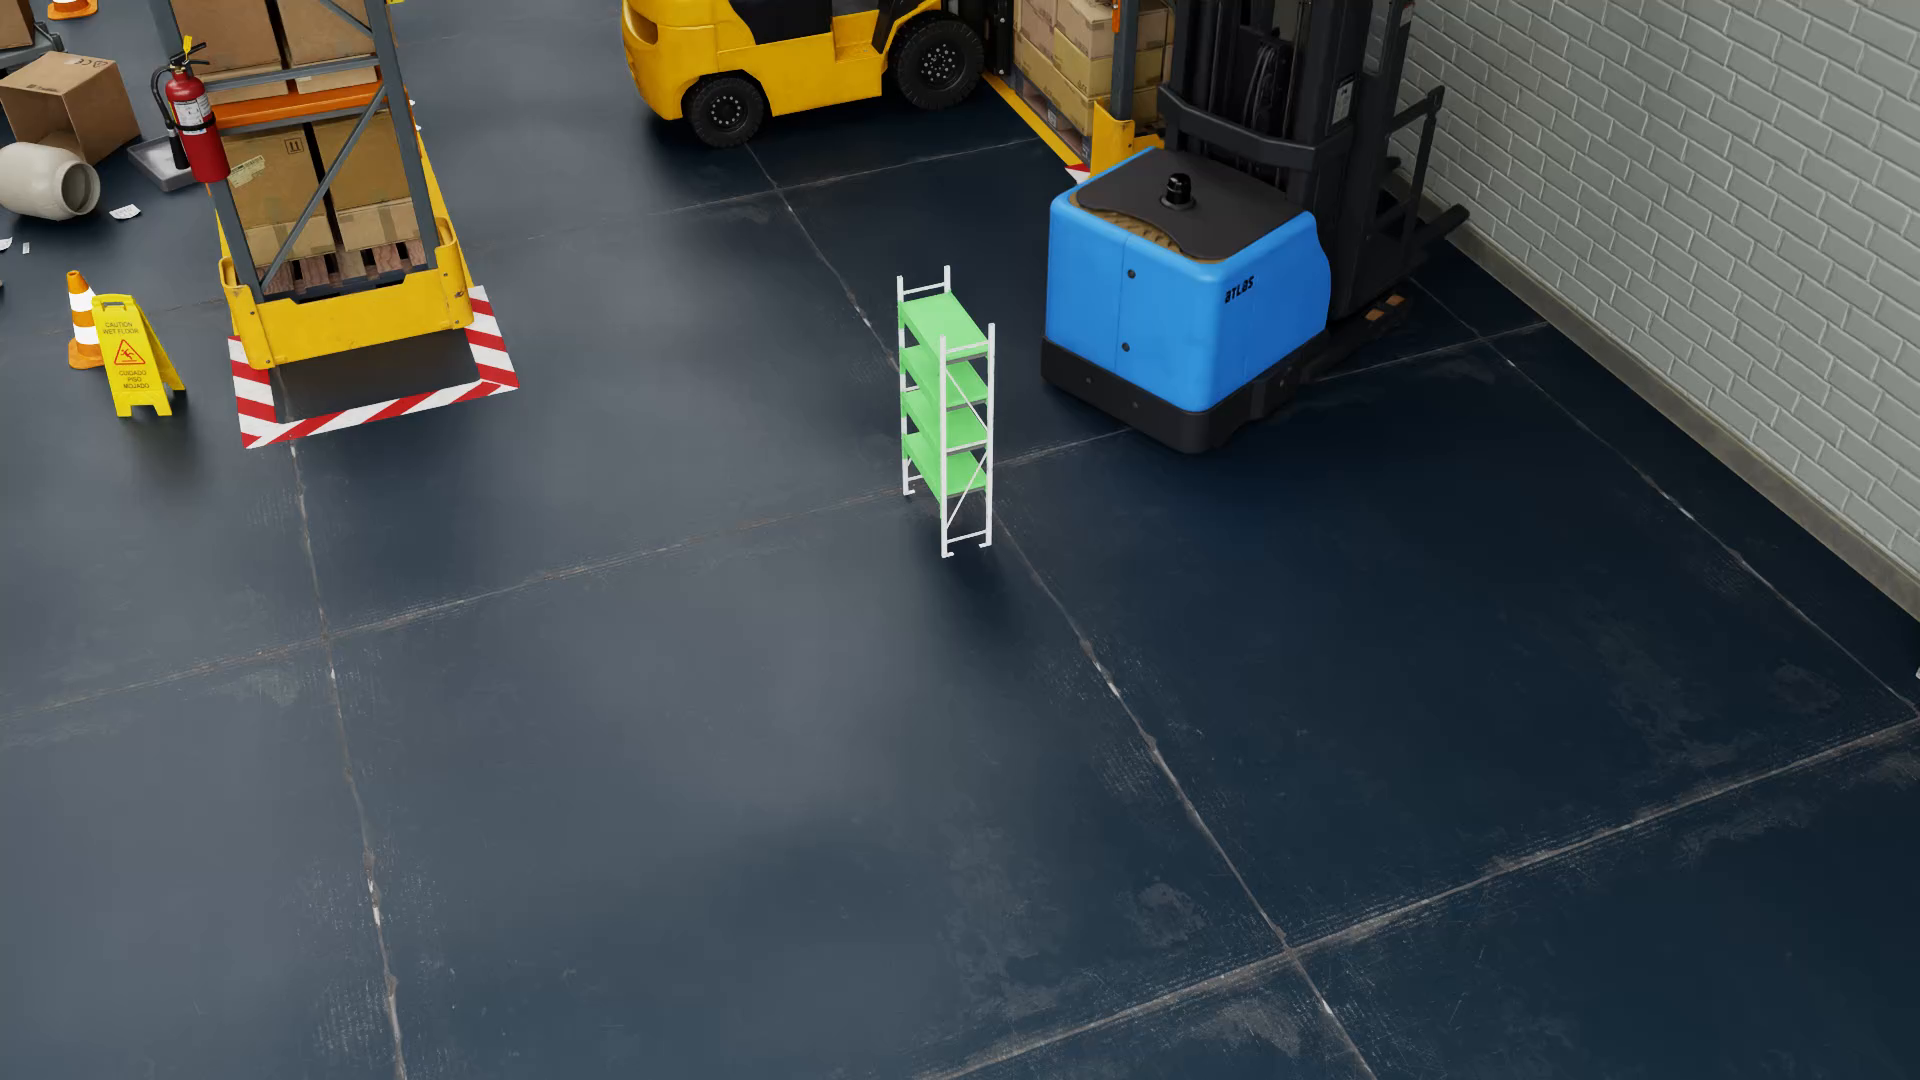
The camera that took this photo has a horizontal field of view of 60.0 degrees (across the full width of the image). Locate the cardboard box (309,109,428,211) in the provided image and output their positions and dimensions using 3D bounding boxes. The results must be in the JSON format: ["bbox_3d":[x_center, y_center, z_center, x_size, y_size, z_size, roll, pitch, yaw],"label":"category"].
[{"bbox_3d":[-3.267,-2.190,9.126,0.500,0.500,0.500,-16,43,-18],"label":"cardboard box"}]

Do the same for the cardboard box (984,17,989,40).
[{"bbox_3d":[0.325,-3.694,11.450,0.500,0.250,0.500,-14,43,-16],"label":"cardboard box"}]

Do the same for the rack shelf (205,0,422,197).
[{"bbox_3d":[-3.970,-3.152,9.585,1.077,0.370,4.000,-15,43,-17],"label":"rack shelf"}]

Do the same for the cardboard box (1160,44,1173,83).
[{"bbox_3d":[1.392,-3.101,10.378,0.500,0.250,0.500,-14,43,-16],"label":"cardboard box"}]

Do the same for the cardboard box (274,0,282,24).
[{"bbox_3d":[-3.330,-3.036,8.594,0.500,0.500,0.500,-14,43,-16],"label":"cardboard box"}]

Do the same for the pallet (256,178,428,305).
[{"bbox_3d":[-3.512,-1.706,9.491,1.003,0.211,1.213,-15,43,-17],"label":"pallet"}]

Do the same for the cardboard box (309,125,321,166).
[{"bbox_3d":[-3.666,-2.526,10.092,0.500,0.250,0.500,-12,42,-14],"label":"cardboard box"}]

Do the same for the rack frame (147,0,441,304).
[{"bbox_3d":[-3.204,-2.220,7.949,1.000,3.000,0.127,-15,43,-17],"label":"rack frame"}]

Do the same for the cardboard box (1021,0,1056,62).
[{"bbox_3d":[0.723,-3.286,10.593,0.500,0.250,0.500,-16,43,-17],"label":"cardboard box"}]

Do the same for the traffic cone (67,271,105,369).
[{"bbox_3d":[-4.561,-1.195,8.703,0.336,0.463,0.334,-15,43,-17],"label":"traffic cone"}]

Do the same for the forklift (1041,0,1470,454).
[{"bbox_3d":[1.800,-2.392,8.202,1.130,2.935,3.031,32,50,32],"label":"forklift"}]

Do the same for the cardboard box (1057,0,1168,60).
[{"bbox_3d":[0.916,-3.156,10.057,0.500,0.250,0.500,-14,43,-15],"label":"cardboard box"}]

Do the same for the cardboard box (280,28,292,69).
[{"bbox_3d":[-3.253,-2.529,8.502,0.380,0.149,0.250,-14,43,-16],"label":"cardboard box"}]

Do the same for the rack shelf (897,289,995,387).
[{"bbox_3d":[-0.063,-0.870,7.122,0.258,0.148,0.480,-15,43,-17],"label":"rack shelf"}]

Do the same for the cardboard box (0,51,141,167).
[{"bbox_3d":[-5.582,-2.697,10.420,0.500,0.500,0.500,12,42,13],"label":"cardboard box"}]

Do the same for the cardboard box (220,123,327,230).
[{"bbox_3d":[-3.752,-2.038,8.950,0.500,0.500,0.500,-15,43,-17],"label":"cardboard box"}]

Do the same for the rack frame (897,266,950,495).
[{"bbox_3d":[-0.157,-0.702,7.564,0.240,1.200,0.015,-15,43,-17],"label":"rack frame"}]

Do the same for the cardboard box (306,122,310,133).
[{"bbox_3d":[-4.338,-2.685,10.278,0.500,0.250,0.500,-16,43,-17],"label":"cardboard box"}]

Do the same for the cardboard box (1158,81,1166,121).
[{"bbox_3d":[1.373,-2.921,10.552,0.500,0.250,0.500,-15,43,-17],"label":"cardboard box"}]

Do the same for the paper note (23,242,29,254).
[{"bbox_3d":[-5.407,-1.691,9.627,0.032,0.001,0.123,-15,43,-17],"label":"paper note"}]

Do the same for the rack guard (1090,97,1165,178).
[{"bbox_3d":[1.389,-2.498,10.190,1.175,0.500,0.348,-15,43,-17],"label":"rack guard"}]

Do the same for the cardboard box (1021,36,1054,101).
[{"bbox_3d":[0.727,-3.083,10.740,0.500,0.250,0.500,-15,43,-17],"label":"cardboard box"}]

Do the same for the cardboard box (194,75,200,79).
[{"bbox_3d":[-3.744,-2.421,8.376,0.380,0.149,0.250,-16,43,-17],"label":"cardboard box"}]

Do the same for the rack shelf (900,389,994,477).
[{"bbox_3d":[-0.063,-0.506,7.435,0.258,0.148,0.480,-15,43,-17],"label":"rack shelf"}]

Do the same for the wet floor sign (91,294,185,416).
[{"bbox_3d":[-4.120,-0.946,8.273,0.267,0.644,0.232,-2,41,-2],"label":"wet floor sign"}]

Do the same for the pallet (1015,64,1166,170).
[{"bbox_3d":[1.049,-2.853,10.824,1.003,0.211,1.213,-15,43,-17],"label":"pallet"}]

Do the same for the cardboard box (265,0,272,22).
[{"bbox_3d":[-3.854,-2.931,8.472,0.500,0.500,0.500,-15,43,-17],"label":"cardboard box"}]

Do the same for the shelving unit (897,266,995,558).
[{"bbox_3d":[-0.063,-0.555,7.393,0.258,1.200,0.503,-15,43,-17],"label":"shelving unit"}]

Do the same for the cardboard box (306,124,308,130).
[{"bbox_3d":[-4.141,-2.657,9.670,0.500,0.500,0.500,-16,43,-18],"label":"cardboard box"}]

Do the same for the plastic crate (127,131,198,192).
[{"bbox_3d":[-4.892,-2.372,10.365,0.402,0.080,0.583,-31,49,-31],"label":"plastic crate"}]

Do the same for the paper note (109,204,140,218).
[{"bbox_3d":[-4.984,-1.962,9.926,0.142,0.019,0.148,-31,49,-31],"label":"paper note"}]

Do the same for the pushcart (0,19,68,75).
[{"bbox_3d":[-6.822,-3.036,10.910,1.648,0.377,0.936,-31,49,-31],"label":"pushcart"}]

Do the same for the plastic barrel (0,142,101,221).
[{"bbox_3d":[-5.393,-2.109,9.797,0.512,0.421,0.421,12,42,13],"label":"plastic barrel"}]

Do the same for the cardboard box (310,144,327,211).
[{"bbox_3d":[-3.953,-2.070,9.562,0.500,0.250,0.500,-15,43,-17],"label":"cardboard box"}]
